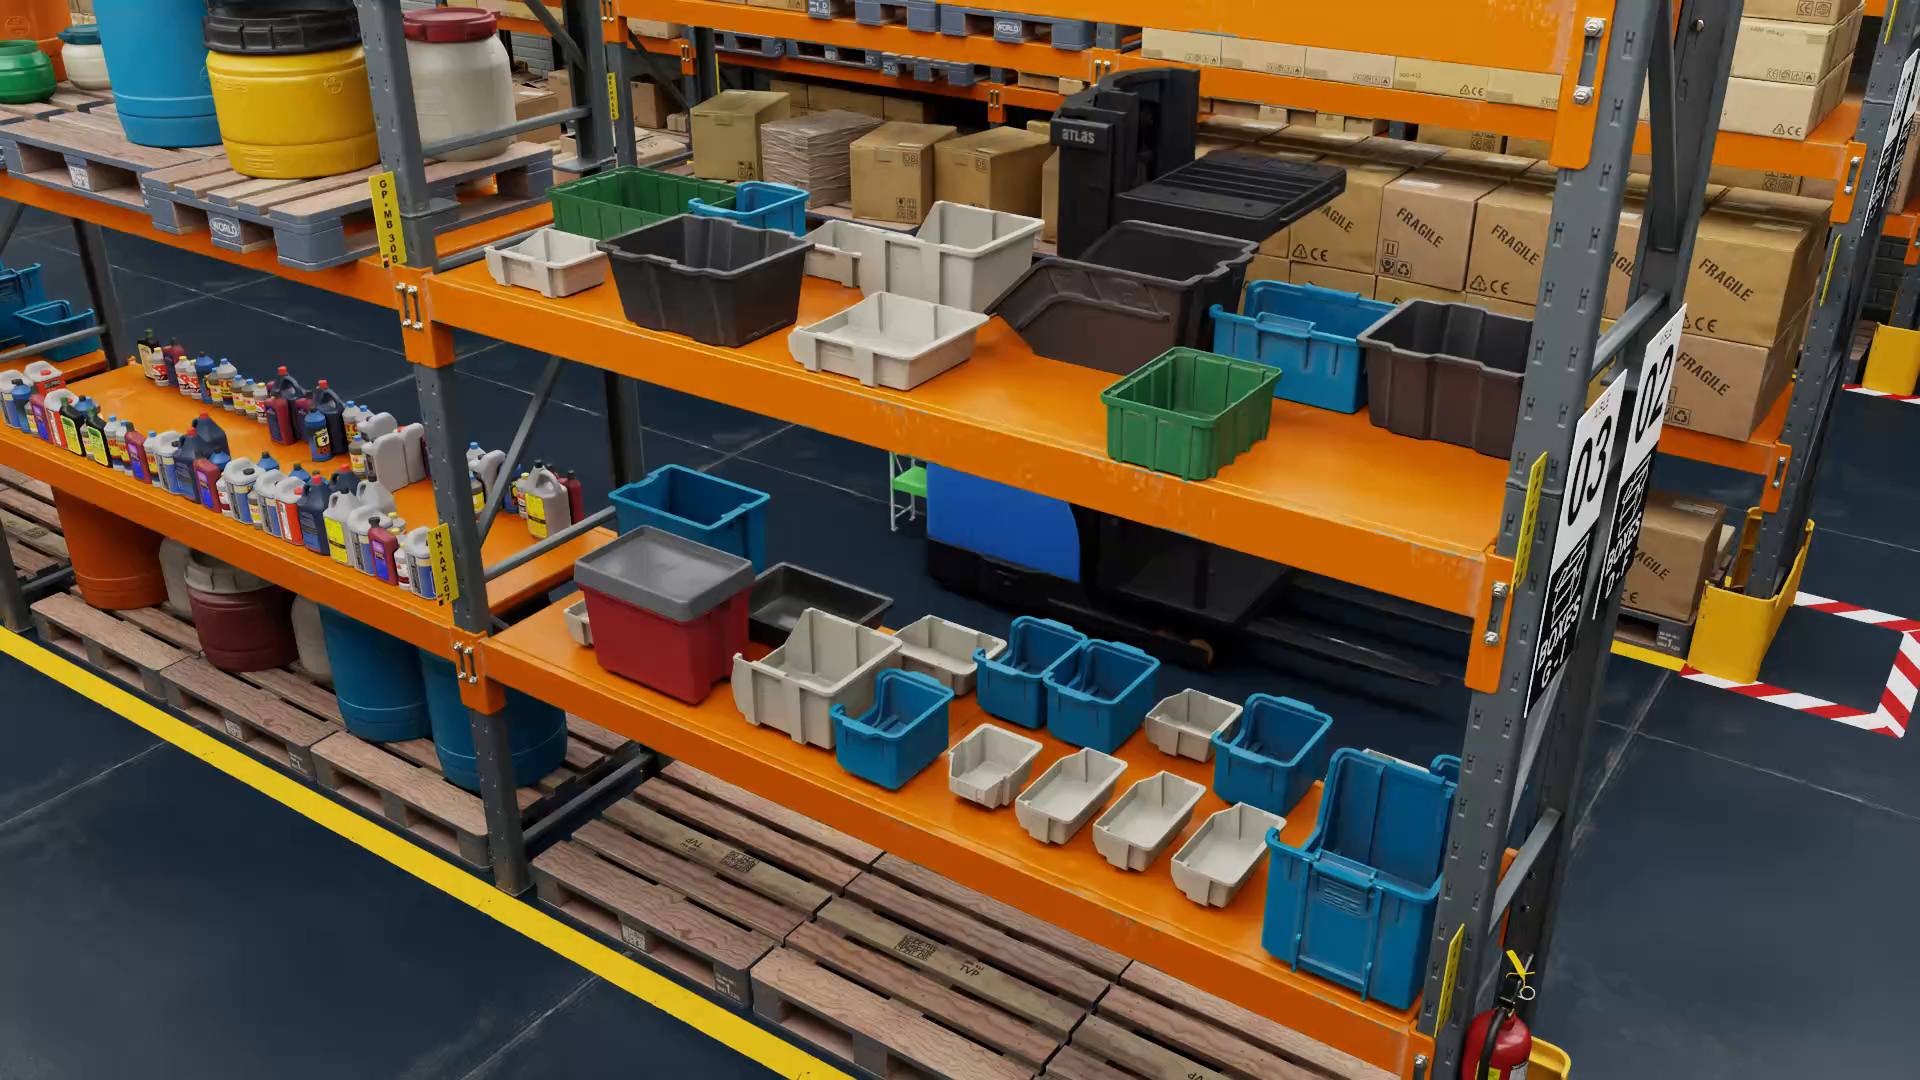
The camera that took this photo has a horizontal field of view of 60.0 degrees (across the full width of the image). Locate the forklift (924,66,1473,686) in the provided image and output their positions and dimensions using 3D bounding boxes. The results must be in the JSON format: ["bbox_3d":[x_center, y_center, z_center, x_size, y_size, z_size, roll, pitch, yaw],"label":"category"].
[{"bbox_3d":[1.306,-0.882,8.752,3.031,2.935,1.130,16,31,29],"label":"forklift"}]

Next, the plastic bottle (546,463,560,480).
[{"bbox_3d":[-1.862,-0.221,7.505,0.133,0.283,0.061,17,32,30],"label":"plastic bottle"}]

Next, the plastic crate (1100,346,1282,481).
[{"bbox_3d":[0.631,-0.346,4.550,0.336,0.188,0.450,17,32,30],"label":"plastic crate"}]

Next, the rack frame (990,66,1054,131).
[{"bbox_3d":[0.621,-4.716,16.209,0.127,3.000,1.000,17,32,30],"label":"rack frame"}]

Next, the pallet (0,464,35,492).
[{"bbox_3d":[-6.606,-0.296,10.599,1.213,0.211,1.003,17,32,30],"label":"pallet"}]

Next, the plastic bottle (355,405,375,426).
[{"bbox_3d":[-2.891,-0.526,8.118,0.097,0.271,0.097,0,27,0],"label":"plastic bottle"}]

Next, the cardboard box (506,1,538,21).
[{"bbox_3d":[-4.898,-6.207,19.283,0.500,0.250,0.500,17,31,30],"label":"cardboard box"}]

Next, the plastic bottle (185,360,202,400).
[{"bbox_3d":[-4.058,-0.858,8.848,0.097,0.201,0.097,0,27,0],"label":"plastic bottle"}]

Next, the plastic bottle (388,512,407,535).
[{"bbox_3d":[-2.445,-0.022,7.205,0.097,0.201,0.097,0,27,0],"label":"plastic bottle"}]

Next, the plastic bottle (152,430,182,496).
[{"bbox_3d":[-3.671,-0.369,7.804,0.135,0.276,0.152,17,32,30],"label":"plastic bottle"}]

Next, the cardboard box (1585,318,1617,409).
[{"bbox_3d":[3.461,-0.998,8.794,0.500,0.500,0.500,18,32,31],"label":"cardboard box"}]

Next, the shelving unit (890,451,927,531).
[{"bbox_3d":[-0.152,-0.575,10.056,0.503,1.200,0.258,16,31,29],"label":"shelving unit"}]

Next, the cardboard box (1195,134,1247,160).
[{"bbox_3d":[1.346,-2.100,9.856,0.500,0.500,0.500,18,32,32],"label":"cardboard box"}]

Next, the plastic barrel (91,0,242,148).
[{"bbox_3d":[-3.185,-2.113,6.772,0.708,0.901,0.600,17,32,30],"label":"plastic barrel"}]

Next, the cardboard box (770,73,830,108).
[{"bbox_3d":[-1.695,-4.865,17.946,0.500,0.250,0.500,17,31,29],"label":"cardboard box"}]

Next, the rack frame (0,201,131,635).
[{"bbox_3d":[-4.988,-1.012,8.931,0.127,3.000,1.000,17,32,30],"label":"rack frame"}]

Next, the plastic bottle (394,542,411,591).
[{"bbox_3d":[-2.310,0.104,6.958,0.097,0.201,0.097,0,27,0],"label":"plastic bottle"}]

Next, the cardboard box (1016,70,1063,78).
[{"bbox_3d":[0.876,-4.681,15.681,0.500,0.500,0.500,18,32,32],"label":"cardboard box"}]

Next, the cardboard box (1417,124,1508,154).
[{"bbox_3d":[4.356,-3.677,13.837,0.700,0.700,0.980,18,32,31],"label":"cardboard box"}]

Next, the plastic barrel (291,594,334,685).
[{"bbox_3d":[-3.128,0.431,8.377,0.421,0.512,0.421,0,27,0],"label":"plastic barrel"}]

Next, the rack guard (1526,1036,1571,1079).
[{"bbox_3d":[1.633,2.158,5.459,0.348,0.500,1.175,17,32,30],"label":"rack guard"}]

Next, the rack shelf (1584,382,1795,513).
[{"bbox_3d":[2.765,-1.001,9.704,4.000,0.370,1.077,17,32,30],"label":"rack shelf"}]

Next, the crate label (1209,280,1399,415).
[{"bbox_3d":[1.029,-0.586,4.951,0.502,0.251,0.408,17,32,30],"label":"crate label"}]

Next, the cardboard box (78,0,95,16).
[{"bbox_3d":[-7.917,-5.269,15.755,0.500,0.500,0.700,16,31,29],"label":"cardboard box"}]

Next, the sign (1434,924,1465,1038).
[{"bbox_3d":[1.308,1.180,4.445,0.005,0.325,0.100,17,32,30],"label":"sign"}]

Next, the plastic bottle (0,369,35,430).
[{"bbox_3d":[-4.815,-0.725,8.503,0.135,0.276,0.152,17,32,30],"label":"plastic bottle"}]

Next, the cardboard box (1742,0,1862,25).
[{"bbox_3d":[3.981,-2.761,7.849,0.500,0.500,0.700,17,32,30],"label":"cardboard box"}]

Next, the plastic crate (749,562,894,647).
[{"bbox_3d":[-0.616,0.298,6.594,0.590,0.125,0.437,17,32,30],"label":"plastic crate"}]

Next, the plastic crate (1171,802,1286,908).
[{"bbox_3d":[0.831,0.991,5.219,0.243,0.136,0.396,17,32,30],"label":"plastic crate"}]

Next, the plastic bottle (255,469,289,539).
[{"bbox_3d":[-3.027,-0.168,7.409,0.135,0.276,0.152,17,32,30],"label":"plastic bottle"}]

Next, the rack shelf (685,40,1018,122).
[{"bbox_3d":[-1.028,-4.909,17.381,4.000,0.370,1.077,17,32,30],"label":"rack shelf"}]

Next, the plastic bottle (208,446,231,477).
[{"bbox_3d":[-3.405,-0.302,7.678,0.097,0.271,0.097,0,27,0],"label":"plastic bottle"}]

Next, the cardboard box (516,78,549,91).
[{"bbox_3d":[-4.984,-5.410,20.053,0.500,0.311,0.500,20,33,34],"label":"cardboard box"}]

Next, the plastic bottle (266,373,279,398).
[{"bbox_3d":[-3.471,-0.722,8.490,0.133,0.283,0.061,17,32,30],"label":"plastic bottle"}]

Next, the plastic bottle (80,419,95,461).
[{"bbox_3d":[-4.243,-0.498,8.141,0.097,0.201,0.097,0,27,0],"label":"plastic bottle"}]

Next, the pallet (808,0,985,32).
[{"bbox_3d":[-0.238,-3.548,10.814,1.003,0.211,1.213,17,32,30],"label":"pallet"}]

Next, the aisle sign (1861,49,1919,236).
[{"bbox_3d":[4.296,-1.835,7.682,0.004,0.787,0.394,17,32,30],"label":"aisle sign"}]

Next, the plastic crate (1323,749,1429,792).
[{"bbox_3d":[1.371,0.833,5.530,0.298,0.136,0.250,17,32,30],"label":"plastic crate"}]

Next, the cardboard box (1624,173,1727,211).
[{"bbox_3d":[3.762,-1.643,8.958,0.500,0.500,0.500,18,32,31],"label":"cardboard box"}]

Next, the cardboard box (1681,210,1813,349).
[{"bbox_3d":[3.891,-1.310,8.305,0.500,0.500,0.500,17,32,30],"label":"cardboard box"}]

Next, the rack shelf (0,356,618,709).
[{"bbox_3d":[-3.340,-0.178,8.085,4.000,0.370,1.077,17,32,30],"label":"rack shelf"}]

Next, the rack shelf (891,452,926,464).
[{"bbox_3d":[-0.152,-0.518,10.085,0.480,0.148,0.258,16,31,29],"label":"rack shelf"}]

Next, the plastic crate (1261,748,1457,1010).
[{"bbox_3d":[1.224,0.984,4.905,0.499,0.435,0.616,17,32,30],"label":"plastic crate"}]

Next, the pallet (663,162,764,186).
[{"bbox_3d":[-1.582,-2.629,12.321,1.003,0.211,1.213,17,32,30],"label":"pallet"}]

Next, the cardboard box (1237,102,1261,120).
[{"bbox_3d":[2.655,-3.839,14.742,0.250,0.149,0.380,17,32,30],"label":"cardboard box"}]

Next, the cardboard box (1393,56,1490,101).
[{"bbox_3d":[2.612,-2.502,8.718,0.500,0.250,0.500,17,32,30],"label":"cardboard box"}]

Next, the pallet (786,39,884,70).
[{"bbox_3d":[-1.034,-5.123,17.221,1.213,0.211,1.003,17,32,30],"label":"pallet"}]

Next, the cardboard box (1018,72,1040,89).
[{"bbox_3d":[0.761,-4.442,15.925,0.250,0.149,0.380,17,31,30],"label":"cardboard box"}]

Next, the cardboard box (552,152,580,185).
[{"bbox_3d":[-3.078,-2.878,12.876,0.250,0.149,0.380,17,32,30],"label":"cardboard box"}]

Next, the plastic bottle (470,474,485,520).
[{"bbox_3d":[-2.214,-0.200,7.555,0.097,0.201,0.097,0,27,0],"label":"plastic bottle"}]

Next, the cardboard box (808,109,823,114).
[{"bbox_3d":[-1.208,-4.382,17.824,0.500,0.500,0.700,18,32,31],"label":"cardboard box"}]
